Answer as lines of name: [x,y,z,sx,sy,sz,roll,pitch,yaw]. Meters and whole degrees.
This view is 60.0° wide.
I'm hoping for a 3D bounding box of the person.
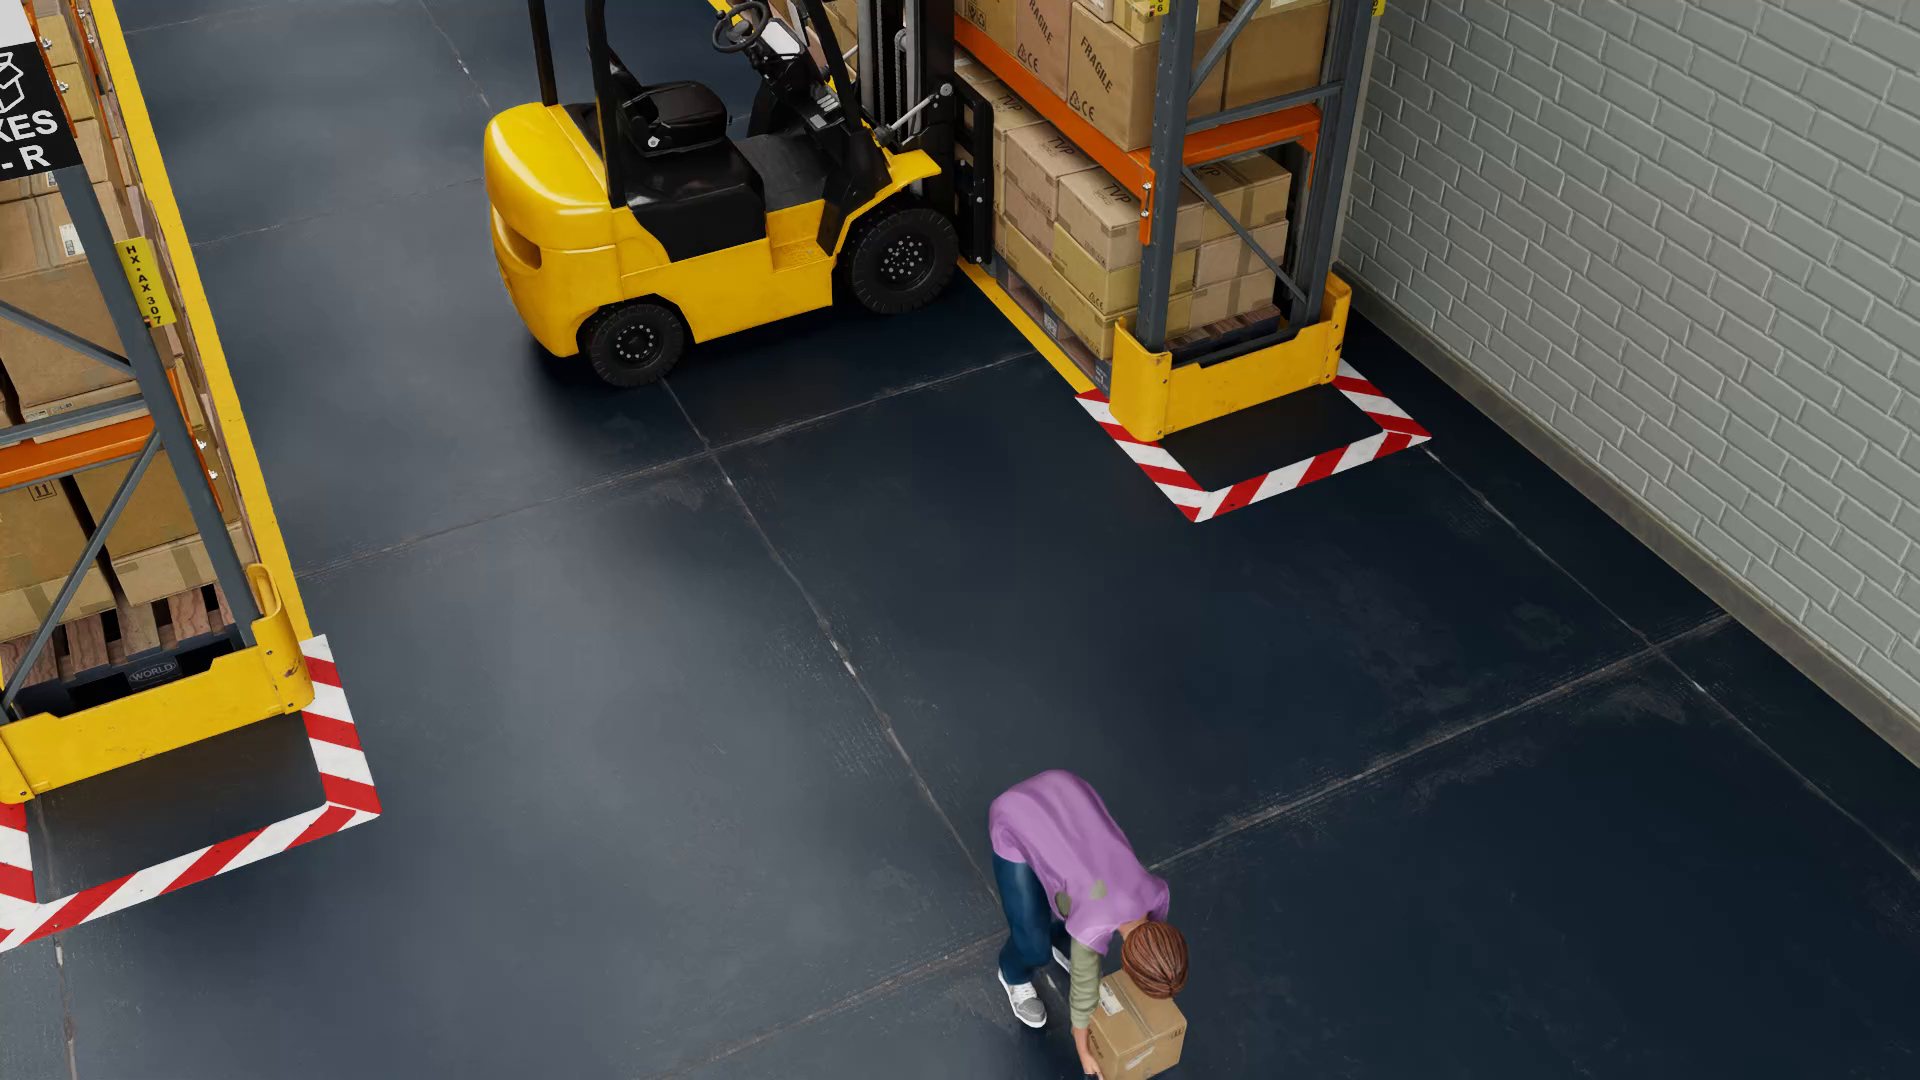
person: [0.400,1.262,5.220,0.403,0.980,0.871,-21,46,-22]
